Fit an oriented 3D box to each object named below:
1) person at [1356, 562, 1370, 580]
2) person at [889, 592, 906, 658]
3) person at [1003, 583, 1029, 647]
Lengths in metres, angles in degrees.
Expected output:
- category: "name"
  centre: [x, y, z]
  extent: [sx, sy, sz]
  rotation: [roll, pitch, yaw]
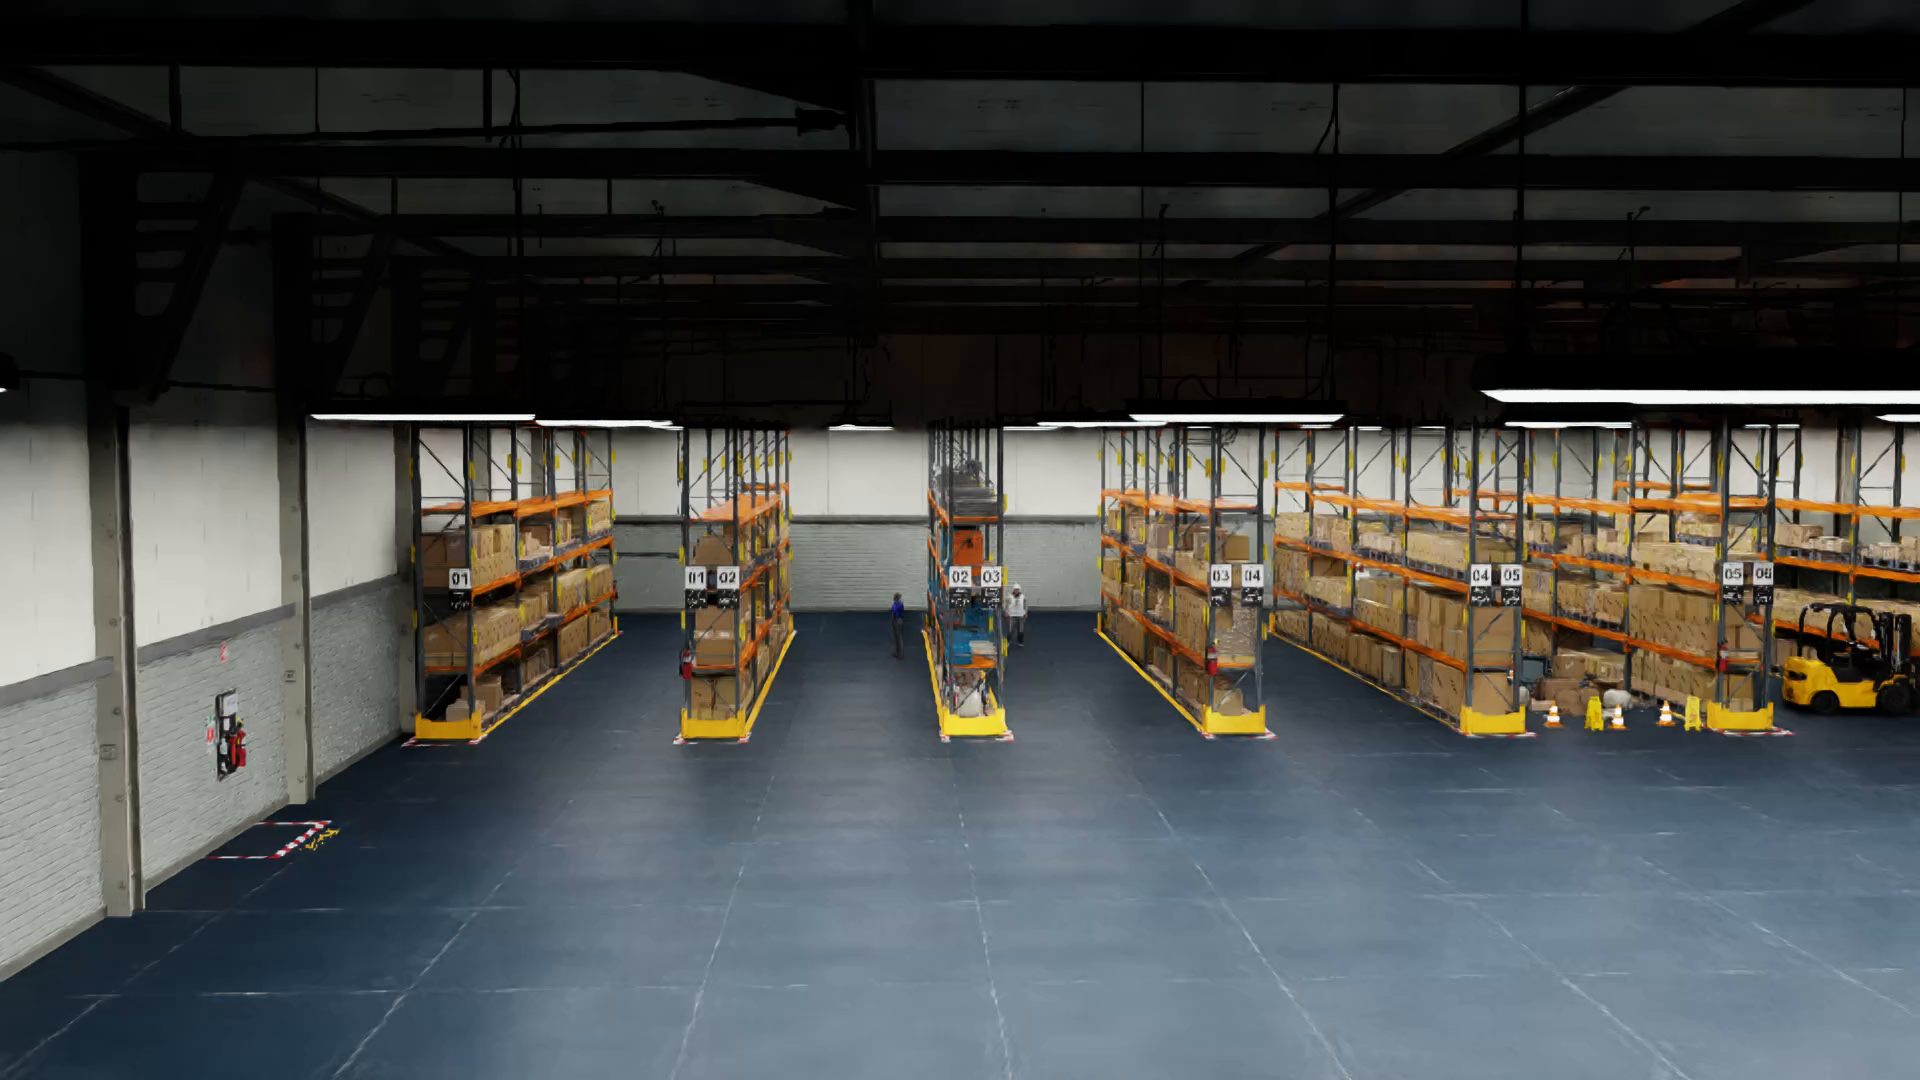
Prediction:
- category: "person"
  centre: [12.350, 1.518, 50.830]
  extent: [0.457, 1.760, 0.714]
  rotation: [-3, 5, -35]
- category: "person"
  centre: [-1.597, 2.139, 42.073]
  extent: [0.543, 1.652, 0.574]
  rotation: [2, 4, 26]
- category: "person"
  centre: [1.482, 1.997, 44.025]
  extent: [0.677, 1.725, 0.574]
  rotation: [0, 4, -4]
